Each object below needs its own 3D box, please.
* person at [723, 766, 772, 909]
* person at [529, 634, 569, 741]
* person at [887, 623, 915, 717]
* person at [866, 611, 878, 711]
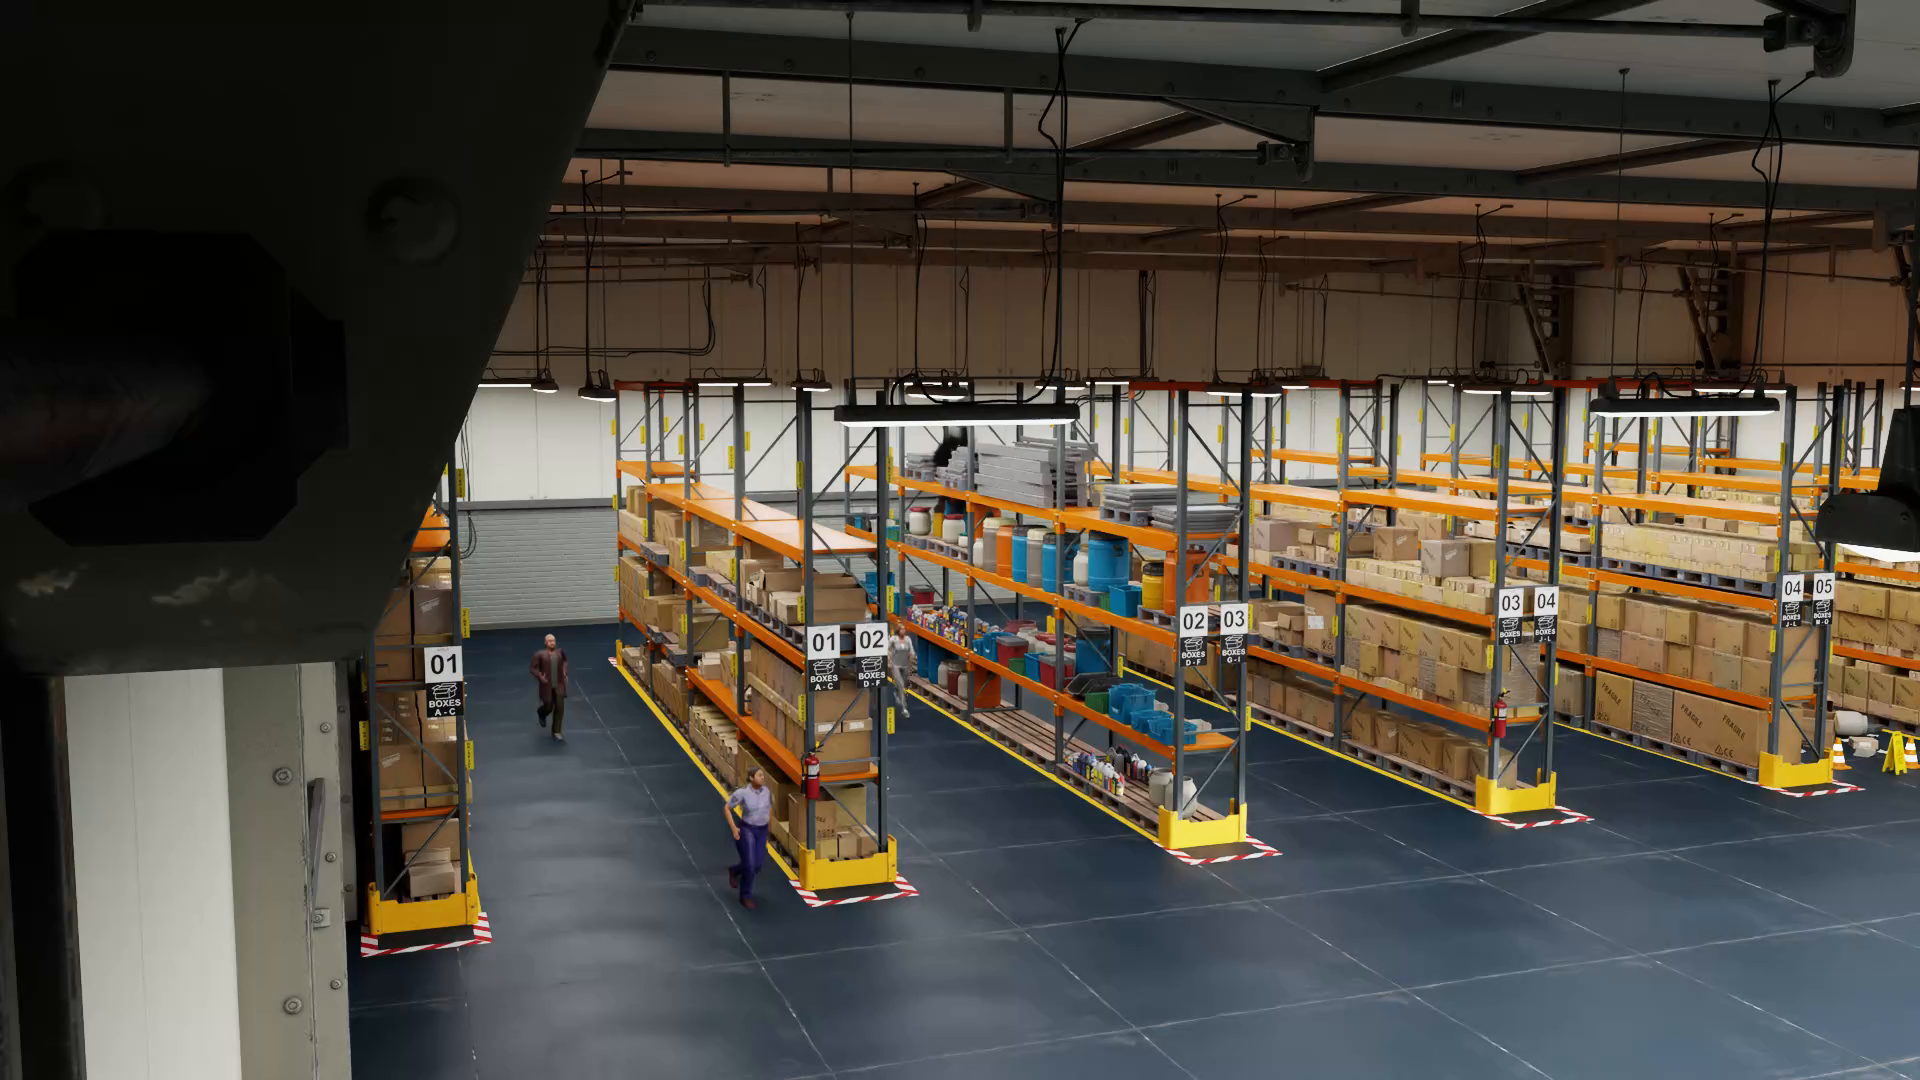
[{"bbox_3d":[-2.487,3.485,19.688,0.655,1.610,0.708,-6,8,-42],"label":"person"},{"bbox_3d":[-6.934,2.466,28.247,0.711,1.735,0.850,-4,7,-31],"label":"person"},{"bbox_3d":[-1.074,2.238,29.138,0.549,1.594,0.882,-3,7,-24],"label":"person"},{"bbox_3d":[-1.587,2.135,29.518,0.672,1.784,0.700,-2,6,-17],"label":"person"}]
